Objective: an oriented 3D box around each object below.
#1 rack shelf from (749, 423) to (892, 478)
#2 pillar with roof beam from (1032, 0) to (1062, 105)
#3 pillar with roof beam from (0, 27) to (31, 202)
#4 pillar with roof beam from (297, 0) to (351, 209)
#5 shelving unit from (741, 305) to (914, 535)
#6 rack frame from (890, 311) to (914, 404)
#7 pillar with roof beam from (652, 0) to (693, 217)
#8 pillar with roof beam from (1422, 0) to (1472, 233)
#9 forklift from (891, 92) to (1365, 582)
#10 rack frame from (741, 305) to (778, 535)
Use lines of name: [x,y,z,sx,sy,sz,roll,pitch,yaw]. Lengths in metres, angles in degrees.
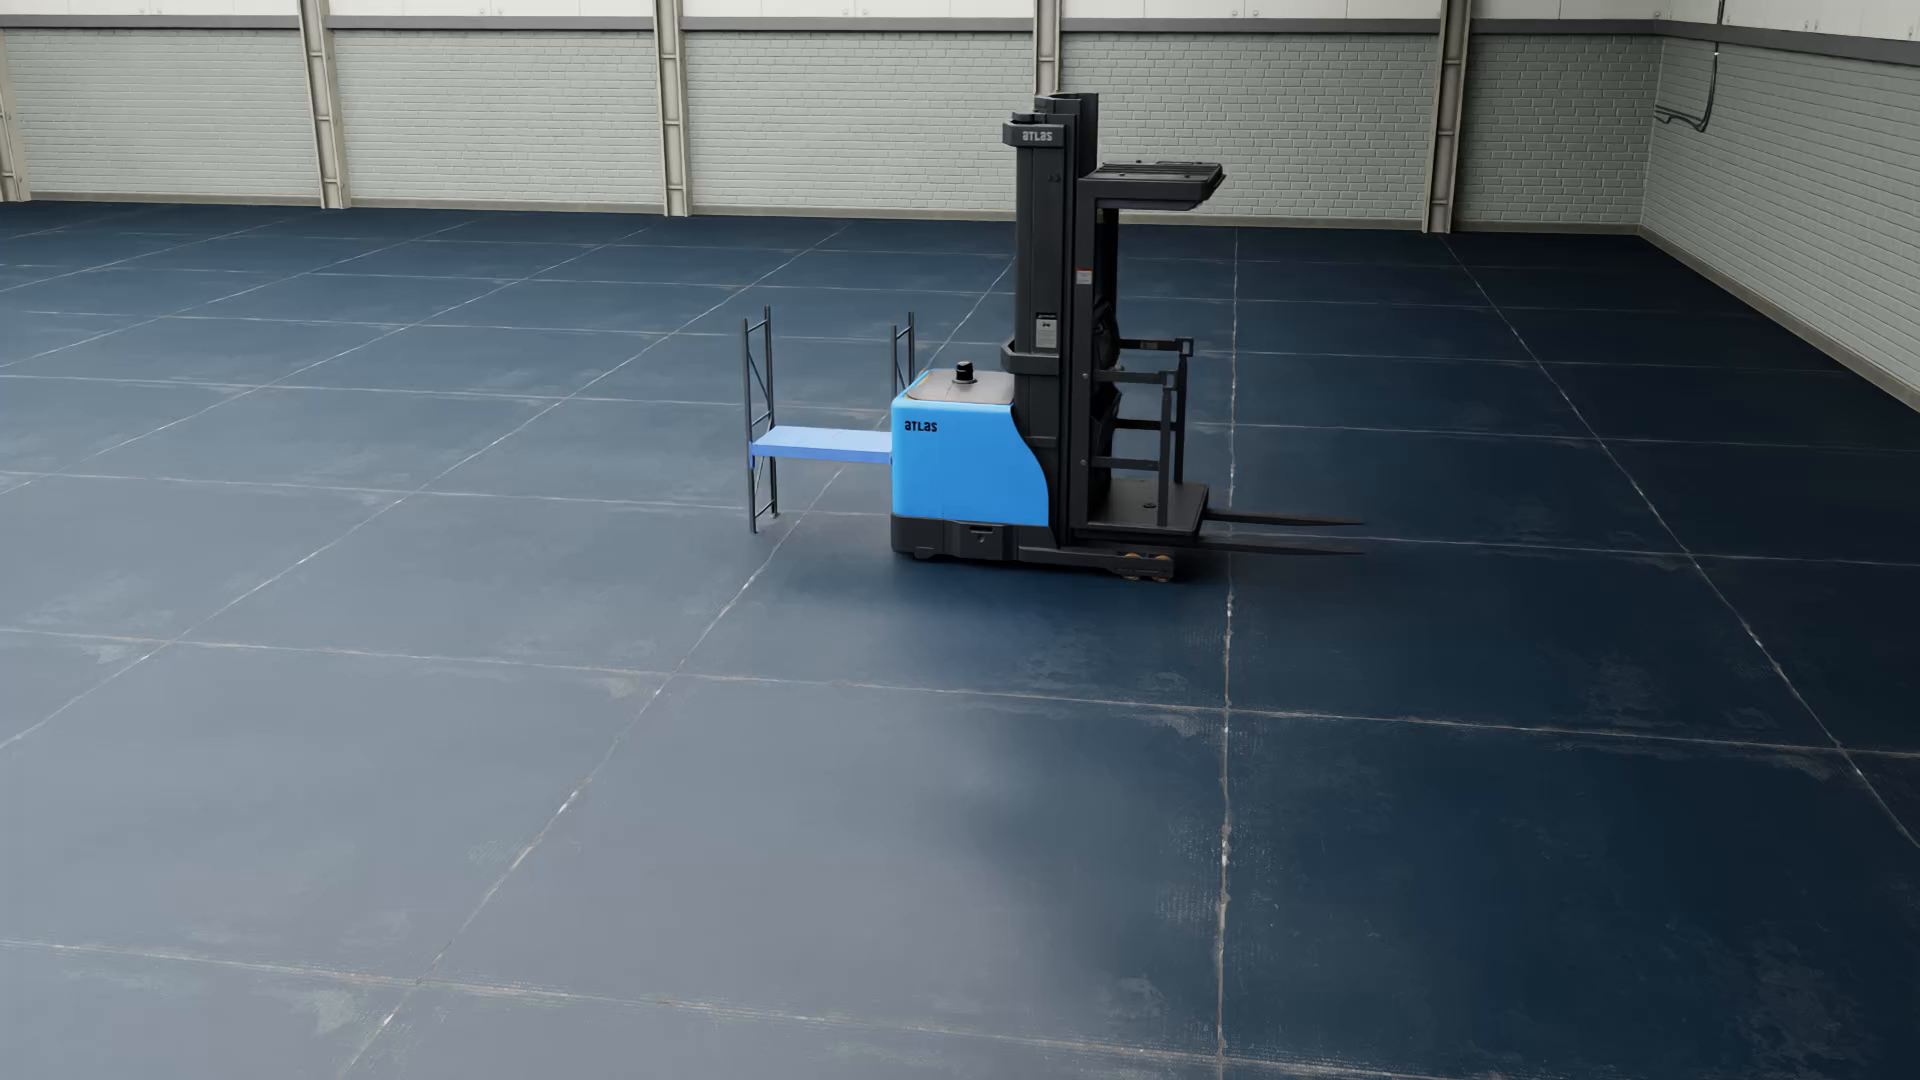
rack shelf: [-0.876,-0.615,11.345,1.000,0.185,0.538,4,19,12]
pillar with roof beam: [0.649,-7.924,20.805,0.400,9.000,9.100,3,19,9]
pillar with roof beam: [-17.123,-8.830,23.512,0.400,9.000,9.100,3,19,9]
pillar with roof beam: [-11.199,-8.528,22.610,0.400,9.000,9.100,3,19,9]
shelving unit: [-0.876,-0.786,11.288,1.048,1.500,0.538,4,19,12]
rack frame: [-0.380,-0.750,11.181,0.032,1.500,0.500,4,19,12]
pillar with roof beam: [-5.275,-8.226,21.707,0.400,9.000,9.100,3,19,9]
pillar with roof beam: [6.573,-7.623,19.902,0.400,9.000,9.100,3,19,9]
forklift: [1.118,-1.309,10.595,3.031,2.935,1.130,4,19,12]
rack frame: [-1.371,-0.822,11.396,0.032,1.500,0.500,4,19,12]
